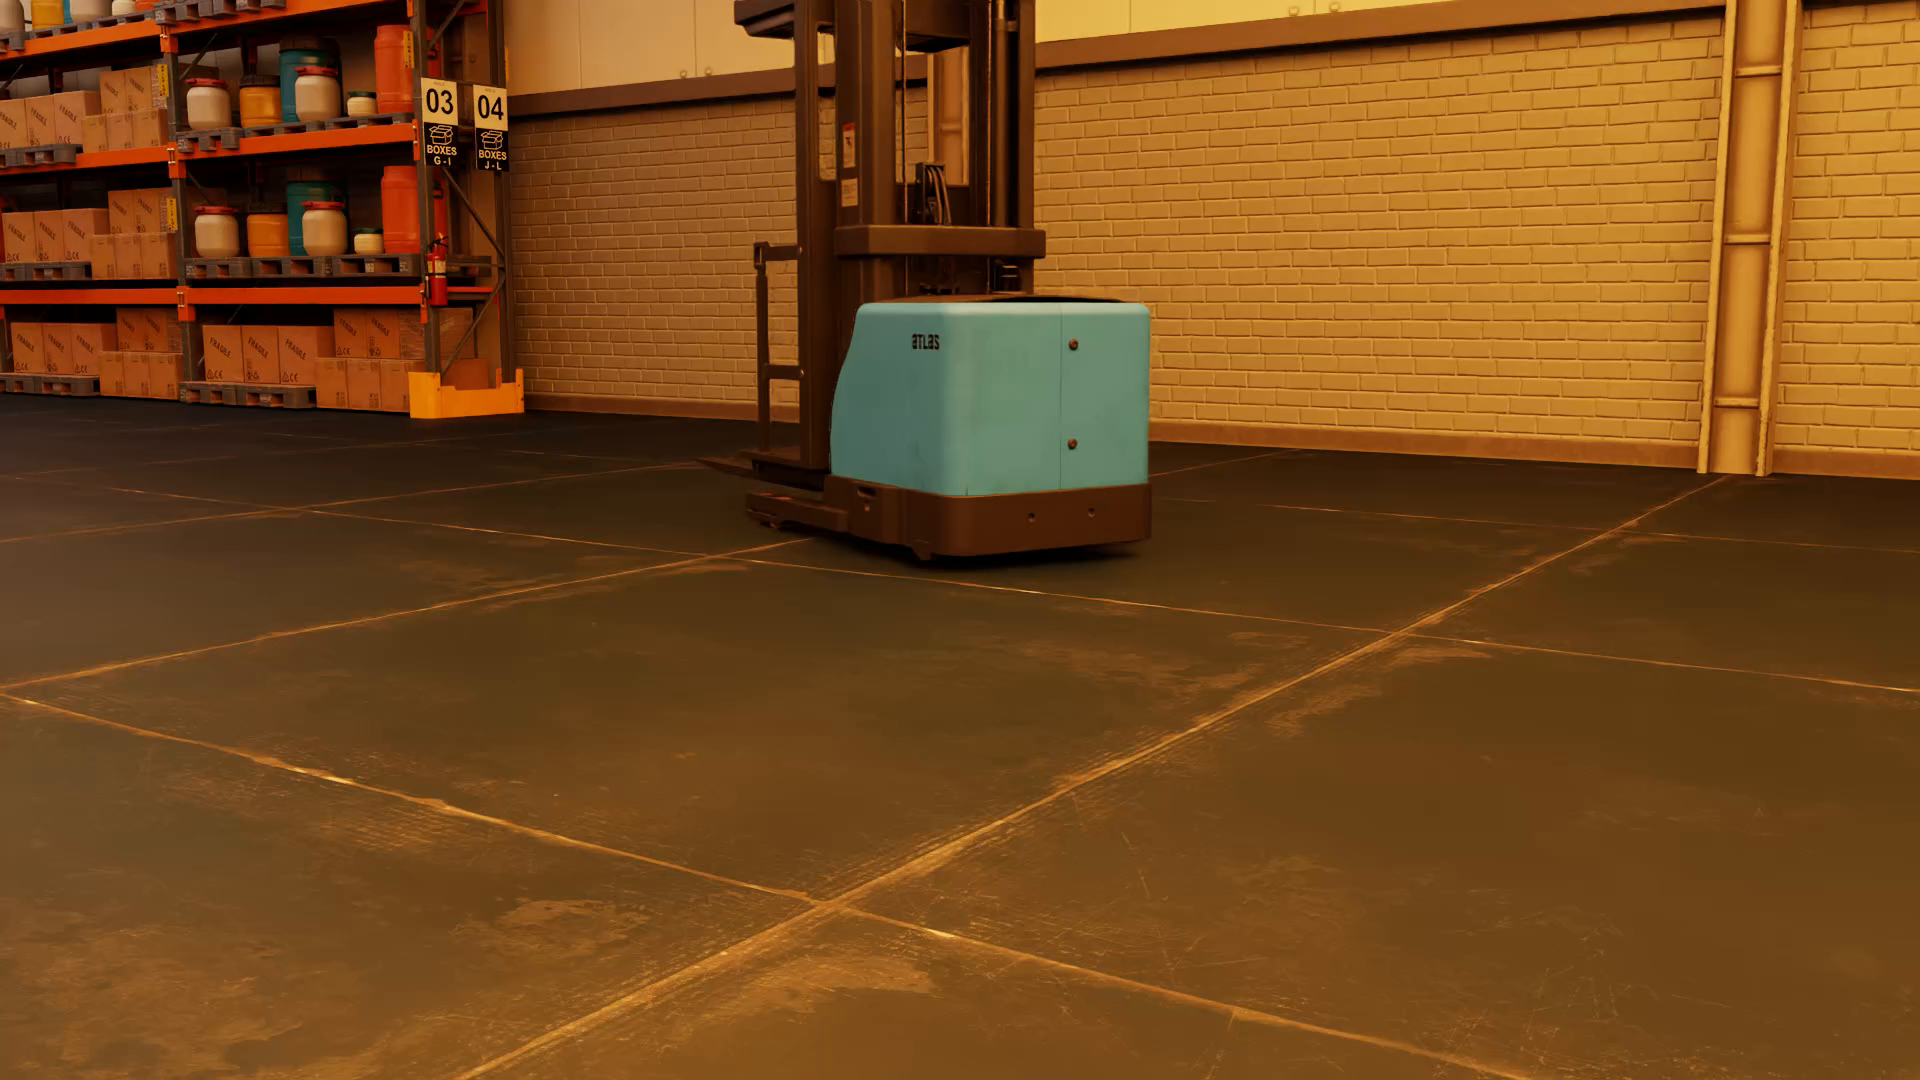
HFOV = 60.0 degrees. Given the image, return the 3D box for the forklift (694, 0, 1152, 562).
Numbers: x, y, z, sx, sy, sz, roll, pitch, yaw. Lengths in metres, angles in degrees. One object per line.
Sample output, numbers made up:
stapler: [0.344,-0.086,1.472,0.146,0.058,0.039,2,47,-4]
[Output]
forklift: [-0.387,-1.528,7.937,1.130,2.935,3.031,-5,10,-32]
